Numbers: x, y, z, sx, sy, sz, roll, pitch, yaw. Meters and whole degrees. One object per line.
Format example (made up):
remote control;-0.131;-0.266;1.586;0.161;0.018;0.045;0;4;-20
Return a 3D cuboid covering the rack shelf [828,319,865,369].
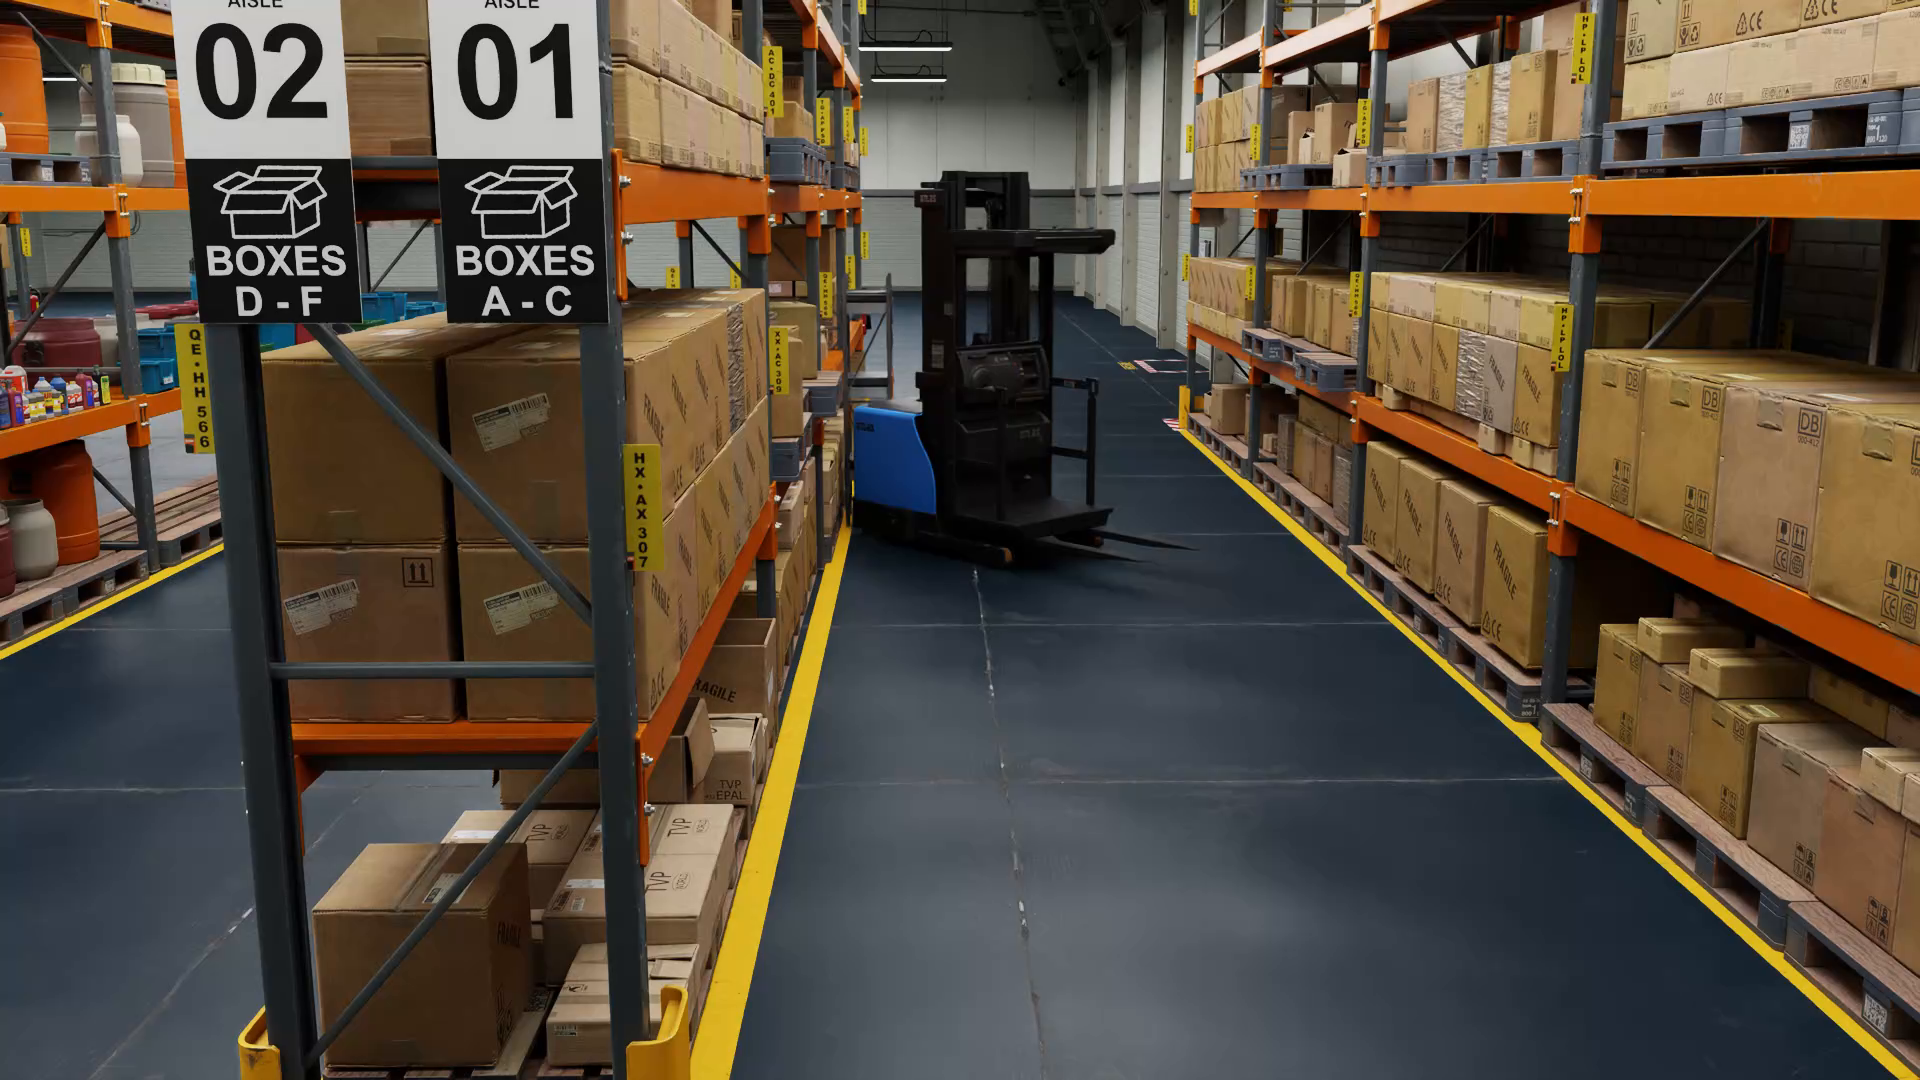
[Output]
rack shelf;-1.641;-2.085;18.103;1.077;0.370;4.000;0;11;-1

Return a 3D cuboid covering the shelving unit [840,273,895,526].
shelving unit;-0.777;-1.202;14.189;0.431;2.100;0.503;-1;12;-1

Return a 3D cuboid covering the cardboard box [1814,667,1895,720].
cardboard box;3.656;0.608;6.616;0.380;0.149;0.250;0;11;-2

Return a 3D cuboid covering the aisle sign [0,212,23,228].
aisle sign;-11.288;-4.083;19.602;0.394;0.787;0.004;0;11;-1

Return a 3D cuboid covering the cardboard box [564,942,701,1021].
cardboard box;-1.022;1.384;5.214;0.380;0.166;0.250;0;11;-1

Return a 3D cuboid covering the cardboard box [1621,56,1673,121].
cardboard box;3.269;-1.984;7.319;0.500;0.250;0.500;0;11;-1

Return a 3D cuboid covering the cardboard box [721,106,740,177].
cardboard box;-1.140;-1.552;6.499;0.500;0.250;0.500;0;11;-1

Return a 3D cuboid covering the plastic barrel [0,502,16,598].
plastic barrel;-6.419;0.072;10.668;0.600;0.588;0.708;0;11;-1

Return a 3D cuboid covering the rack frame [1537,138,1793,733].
rack frame;3.518;-0.471;8.337;1.000;3.000;0.127;0;11;-1

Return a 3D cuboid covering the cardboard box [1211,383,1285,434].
cardboard box;3.171;-1.450;18.341;0.700;0.500;0.500;-1;12;-5

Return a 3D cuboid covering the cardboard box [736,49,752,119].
cardboard box;-1.146;-1.897;6.939;0.500;0.250;0.500;0;11;-1

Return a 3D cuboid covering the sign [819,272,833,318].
sign;-0.975;-1.778;12.065;0.100;0.325;0.005;0;11;-1

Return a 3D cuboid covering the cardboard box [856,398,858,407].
cardboard box;-1.315;-1.459;17.179;0.500;0.500;0.500;0;11;-1

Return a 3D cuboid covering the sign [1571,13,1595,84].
sign;2.975;-2.345;7.935;0.100;0.325;0.005;0;11;-1

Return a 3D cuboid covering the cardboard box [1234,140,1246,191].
cardboard box;3.097;-3.790;16.851;0.500;0.500;0.500;-1;12;-6

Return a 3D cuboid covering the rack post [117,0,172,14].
rack post;-6.426;-4.668;13.431;1.013;1.000;3.121;0;11;-1

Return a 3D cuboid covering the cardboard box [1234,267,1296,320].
cardboard box;3.034;-2.458;16.571;0.500;0.500;0.500;0;11;-1

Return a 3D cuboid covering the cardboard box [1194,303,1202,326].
cardboard box;2.987;-2.591;19.115;0.500;0.250;0.500;-1;11;-3

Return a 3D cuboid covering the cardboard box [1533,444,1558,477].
cardboard box;3.228;-0.424;8.685;0.380;0.149;0.250;0;11;-1

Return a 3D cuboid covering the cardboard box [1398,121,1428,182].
cardboard box;3.650;-2.939;12.656;0.500;0.500;0.500;0;11;-1

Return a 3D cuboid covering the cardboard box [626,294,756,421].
cardboard box;-1.152;-0.788;7.131;0.500;0.500;0.500;0;11;-2

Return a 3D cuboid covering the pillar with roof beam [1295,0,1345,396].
pillar with roof beam;-0.155;-5.643;18.743;9.100;9.000;0.400;0;11;-1

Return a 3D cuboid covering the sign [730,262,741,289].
sign;-2.155;-2.501;15.965;0.100;0.325;0.005;0;11;-1

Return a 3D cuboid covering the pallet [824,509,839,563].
pallet;-1.495;-0.042;13.237;1.003;0.211;1.213;0;11;-1

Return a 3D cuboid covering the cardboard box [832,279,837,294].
cardboard box;-1.417;-2.511;16.510;0.380;0.149;0.250;0;11;0

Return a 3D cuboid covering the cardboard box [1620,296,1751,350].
cardboard box;3.769;-1.136;8.677;0.500;0.250;0.500;0;11;1

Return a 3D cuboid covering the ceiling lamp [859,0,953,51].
ceiling lamp;-1.162;-11.886;34.832;2.000;3.185;0.800;0;11;-1

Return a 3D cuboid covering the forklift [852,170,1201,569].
forklift;0.486;-1.333;12.760;1.130;2.935;3.031;-11;16;-42

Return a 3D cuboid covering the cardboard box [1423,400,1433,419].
cardboard box;3.270;-0.882;10.945;0.380;0.149;0.250;0;11;0

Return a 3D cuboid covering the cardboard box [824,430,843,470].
cardboard box;-1.273;-0.792;14.365;0.500;0.311;0.500;0;11;-2

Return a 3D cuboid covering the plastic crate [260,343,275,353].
plastic crate;-6.234;-1.572;14.295;0.450;0.188;0.662;0;11;-1

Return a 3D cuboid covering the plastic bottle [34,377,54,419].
plastic bottle;-6.038;-0.938;10.960;0.097;0.271;0.097;0;11;0

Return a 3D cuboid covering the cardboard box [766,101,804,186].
cardboard box;-1.453;-2.473;10.408;0.910;0.500;0.500;0;11;-1

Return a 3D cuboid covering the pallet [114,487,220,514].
pallet;-6.469;-0.255;14.285;1.003;0.211;1.213;0;11;-1

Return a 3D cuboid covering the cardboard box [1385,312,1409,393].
cardboard box;3.191;-1.269;11.220;0.500;0.500;0.500;0;11;1

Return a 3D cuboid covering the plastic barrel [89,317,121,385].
plastic barrel;-6.705;-1.484;13.048;0.421;0.512;0.421;0;11;0

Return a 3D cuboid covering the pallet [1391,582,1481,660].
pallet;3.398;0.499;10.567;1.003;0.211;1.213;0;11;-1

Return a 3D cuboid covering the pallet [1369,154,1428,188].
pallet;3.501;-2.516;11.347;1.213;0.211;1.003;0;11;1

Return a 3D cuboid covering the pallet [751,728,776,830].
pallet;-1.422;1.053;7.837;1.003;0.211;1.213;0;11;-1

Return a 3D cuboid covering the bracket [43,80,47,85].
bracket;-27.667;-13.814;49.965;0.235;0.232;0.430;0;11;-1

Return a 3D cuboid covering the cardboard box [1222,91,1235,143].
cardboard box;3.028;-4.391;17.300;0.500;0.500;0.500;-1;11;-3

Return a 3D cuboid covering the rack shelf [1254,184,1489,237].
rack shelf;3.394;-2.781;13.989;1.077;0.370;4.000;0;11;-1

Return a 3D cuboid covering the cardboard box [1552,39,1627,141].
cardboard box;3.609;-2.381;8.849;0.700;0.500;0.500;-1;12;-4

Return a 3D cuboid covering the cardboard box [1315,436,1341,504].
cardboard box;3.435;-0.601;14.159;0.700;0.500;0.500;0;11;-1

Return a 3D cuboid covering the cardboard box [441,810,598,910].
cardboard box;-1.599;1.181;6.003;0.500;0.250;0.500;0;11;-1

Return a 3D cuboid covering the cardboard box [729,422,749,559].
cardboard box;-1.143;-0.196;6.730;0.500;0.500;0.500;0;11;0

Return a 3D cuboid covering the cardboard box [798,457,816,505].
cardboard box;-1.258;-0.407;11.316;0.500;0.250;0.500;0;11;1

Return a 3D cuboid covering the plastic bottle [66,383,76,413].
plastic bottle;-6.044;-0.961;11.253;0.097;0.201;0.097;0;11;0

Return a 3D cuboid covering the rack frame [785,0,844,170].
rack frame;-1.600;-4.980;15.475;1.000;3.000;0.127;0;11;-1

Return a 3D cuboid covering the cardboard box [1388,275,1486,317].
cardboard box;3.199;-1.640;11.163;0.500;0.250;0.500;0;11;-2

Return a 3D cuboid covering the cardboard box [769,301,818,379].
cardboard box;-1.392;-1.375;11.486;0.700;0.500;0.500;-4;12;-20

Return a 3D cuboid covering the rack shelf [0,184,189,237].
rack shelf;-6.511;-2.741;13.789;1.077;0.370;4.000;0;11;-1
